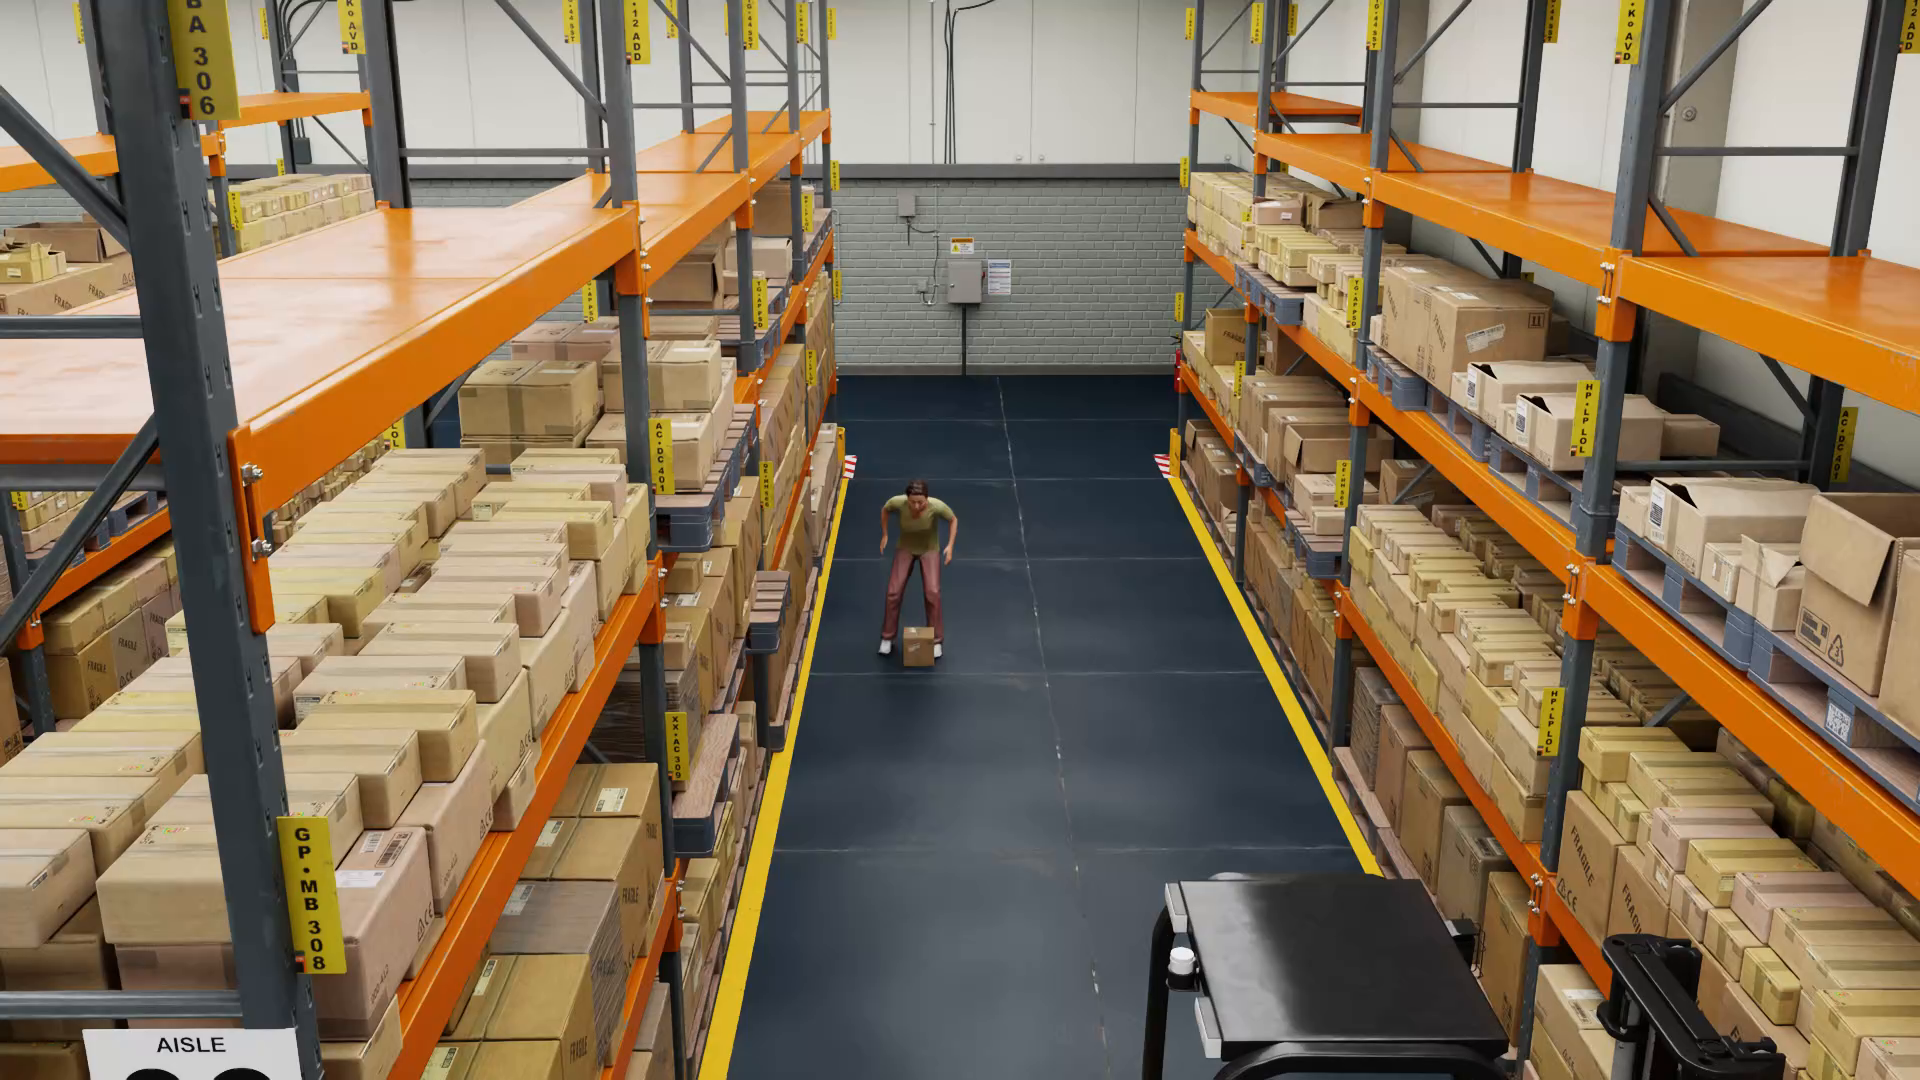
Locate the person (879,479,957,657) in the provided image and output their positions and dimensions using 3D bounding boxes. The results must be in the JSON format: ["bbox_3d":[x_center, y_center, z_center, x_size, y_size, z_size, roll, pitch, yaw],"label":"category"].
[{"bbox_3d":[-0.355,0.180,13.741,0.652,1.514,0.607,2,17,5],"label":"person"}]
